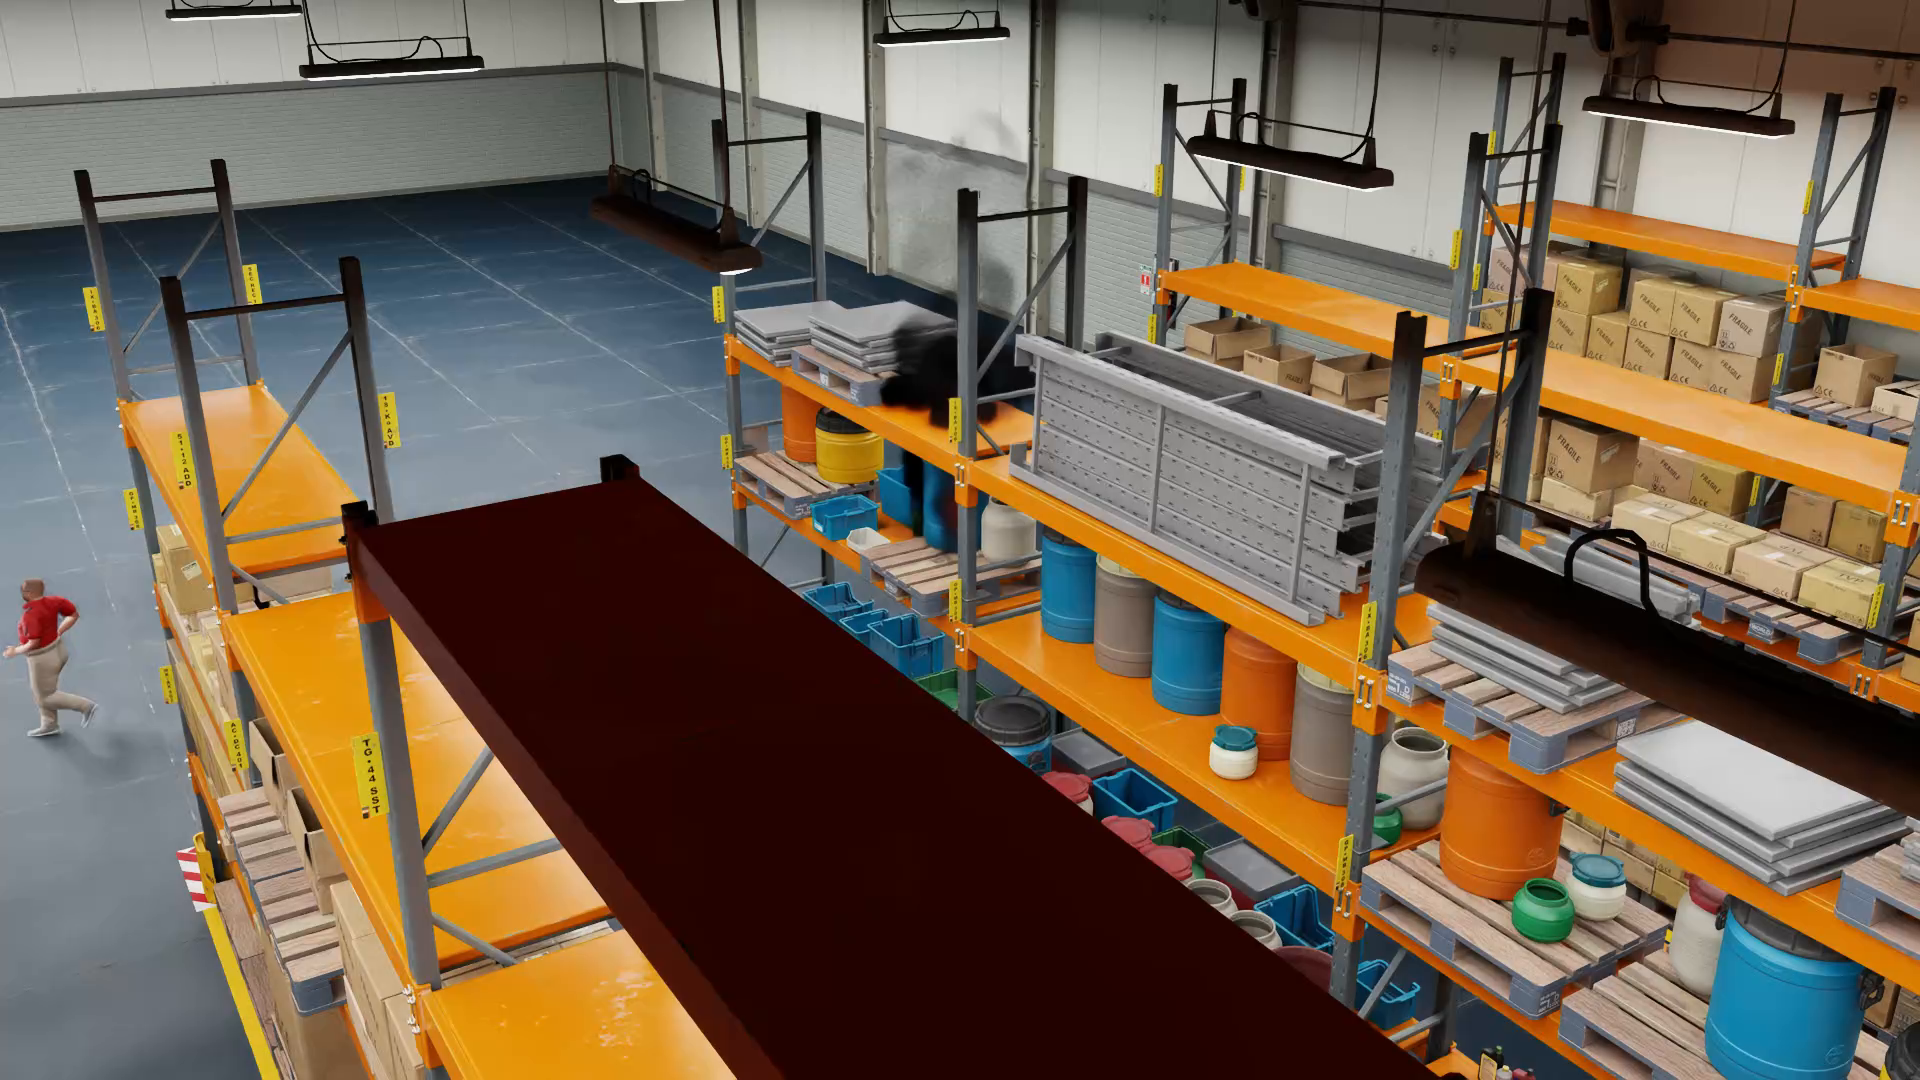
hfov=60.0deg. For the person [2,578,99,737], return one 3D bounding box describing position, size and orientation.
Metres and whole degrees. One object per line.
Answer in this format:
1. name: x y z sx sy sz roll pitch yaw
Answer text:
1. person: -8.874 1.163 16.255 0.833 1.720 0.663 0 22 1
